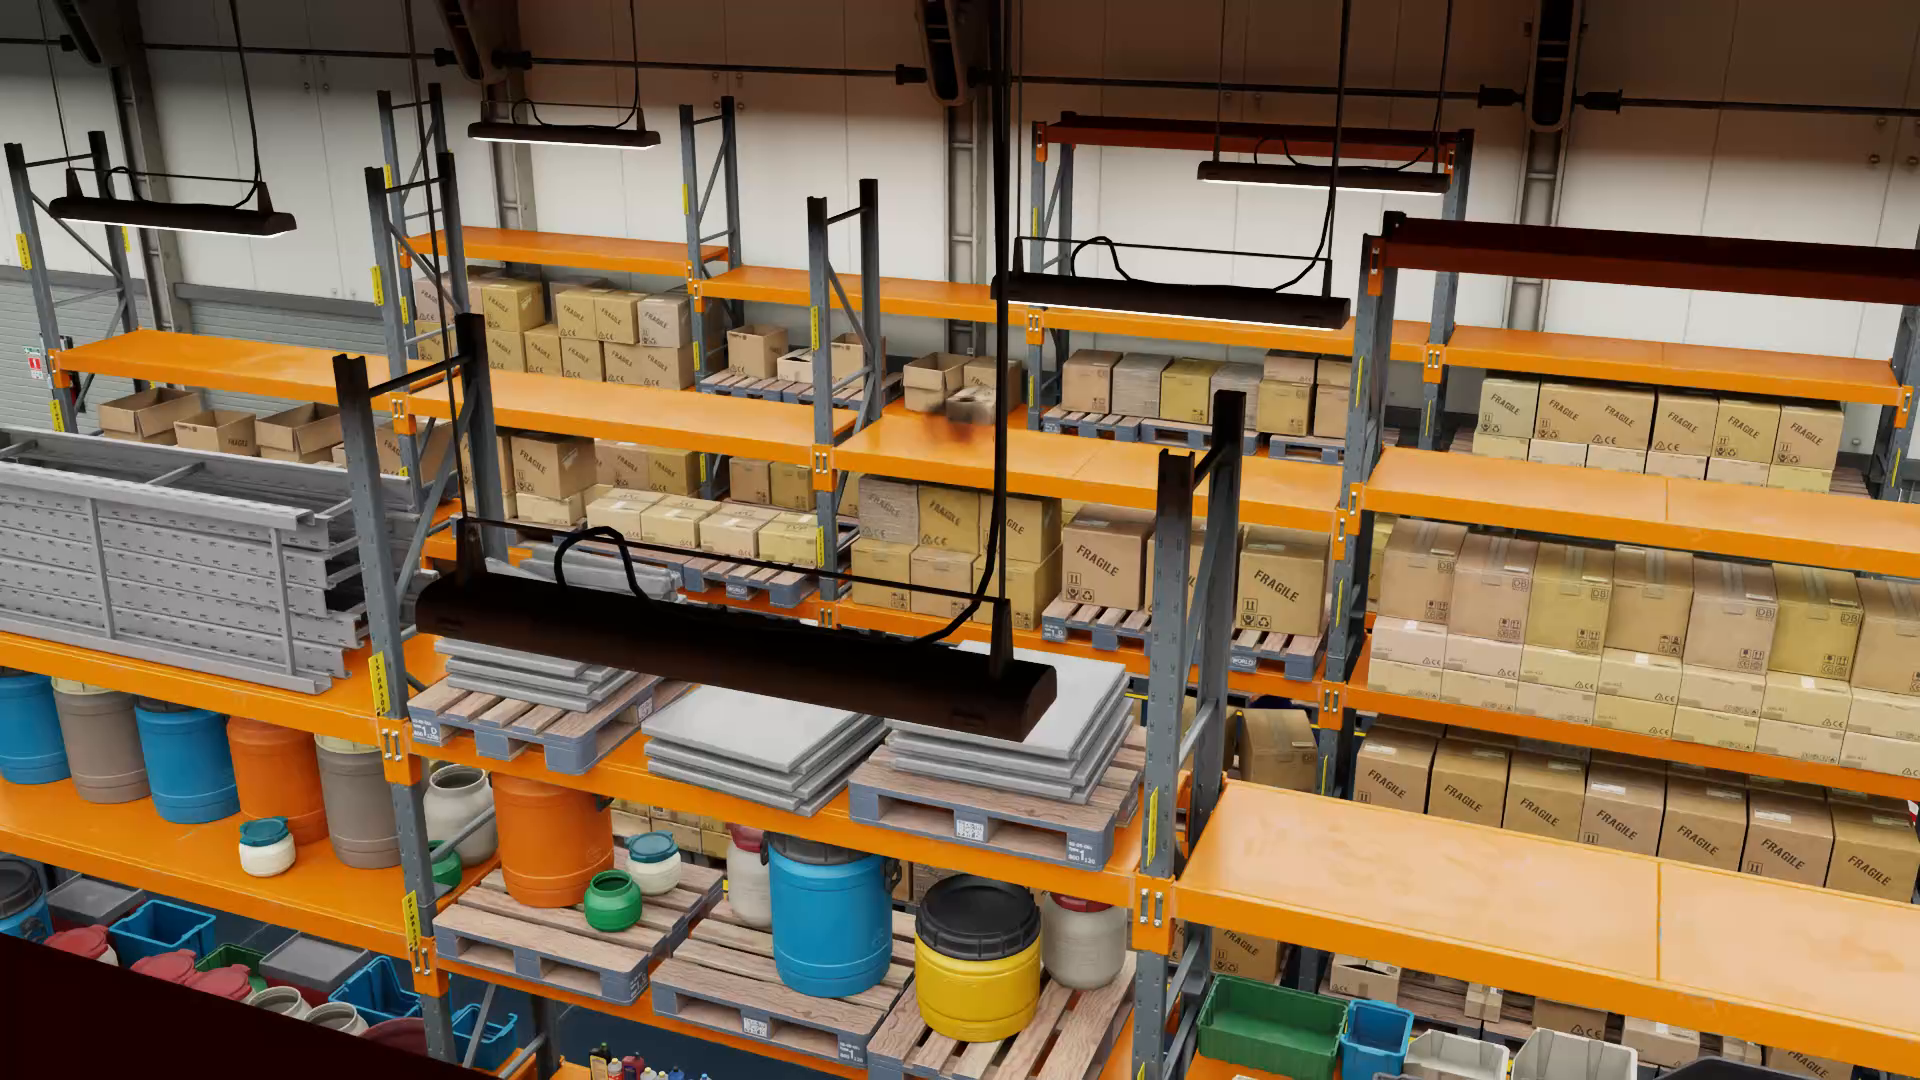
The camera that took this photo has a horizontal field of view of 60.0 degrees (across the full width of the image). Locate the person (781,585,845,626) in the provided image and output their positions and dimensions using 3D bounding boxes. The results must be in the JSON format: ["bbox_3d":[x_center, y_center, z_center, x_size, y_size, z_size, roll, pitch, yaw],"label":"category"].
[{"bbox_3d":[-1.525,0.805,17.942,0.673,1.758,0.718,-17,27,-37],"label":"person"}]

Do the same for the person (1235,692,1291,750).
[{"bbox_3d":[3.090,1.454,16.342,0.988,1.584,0.611,8,22,19],"label":"person"}]
